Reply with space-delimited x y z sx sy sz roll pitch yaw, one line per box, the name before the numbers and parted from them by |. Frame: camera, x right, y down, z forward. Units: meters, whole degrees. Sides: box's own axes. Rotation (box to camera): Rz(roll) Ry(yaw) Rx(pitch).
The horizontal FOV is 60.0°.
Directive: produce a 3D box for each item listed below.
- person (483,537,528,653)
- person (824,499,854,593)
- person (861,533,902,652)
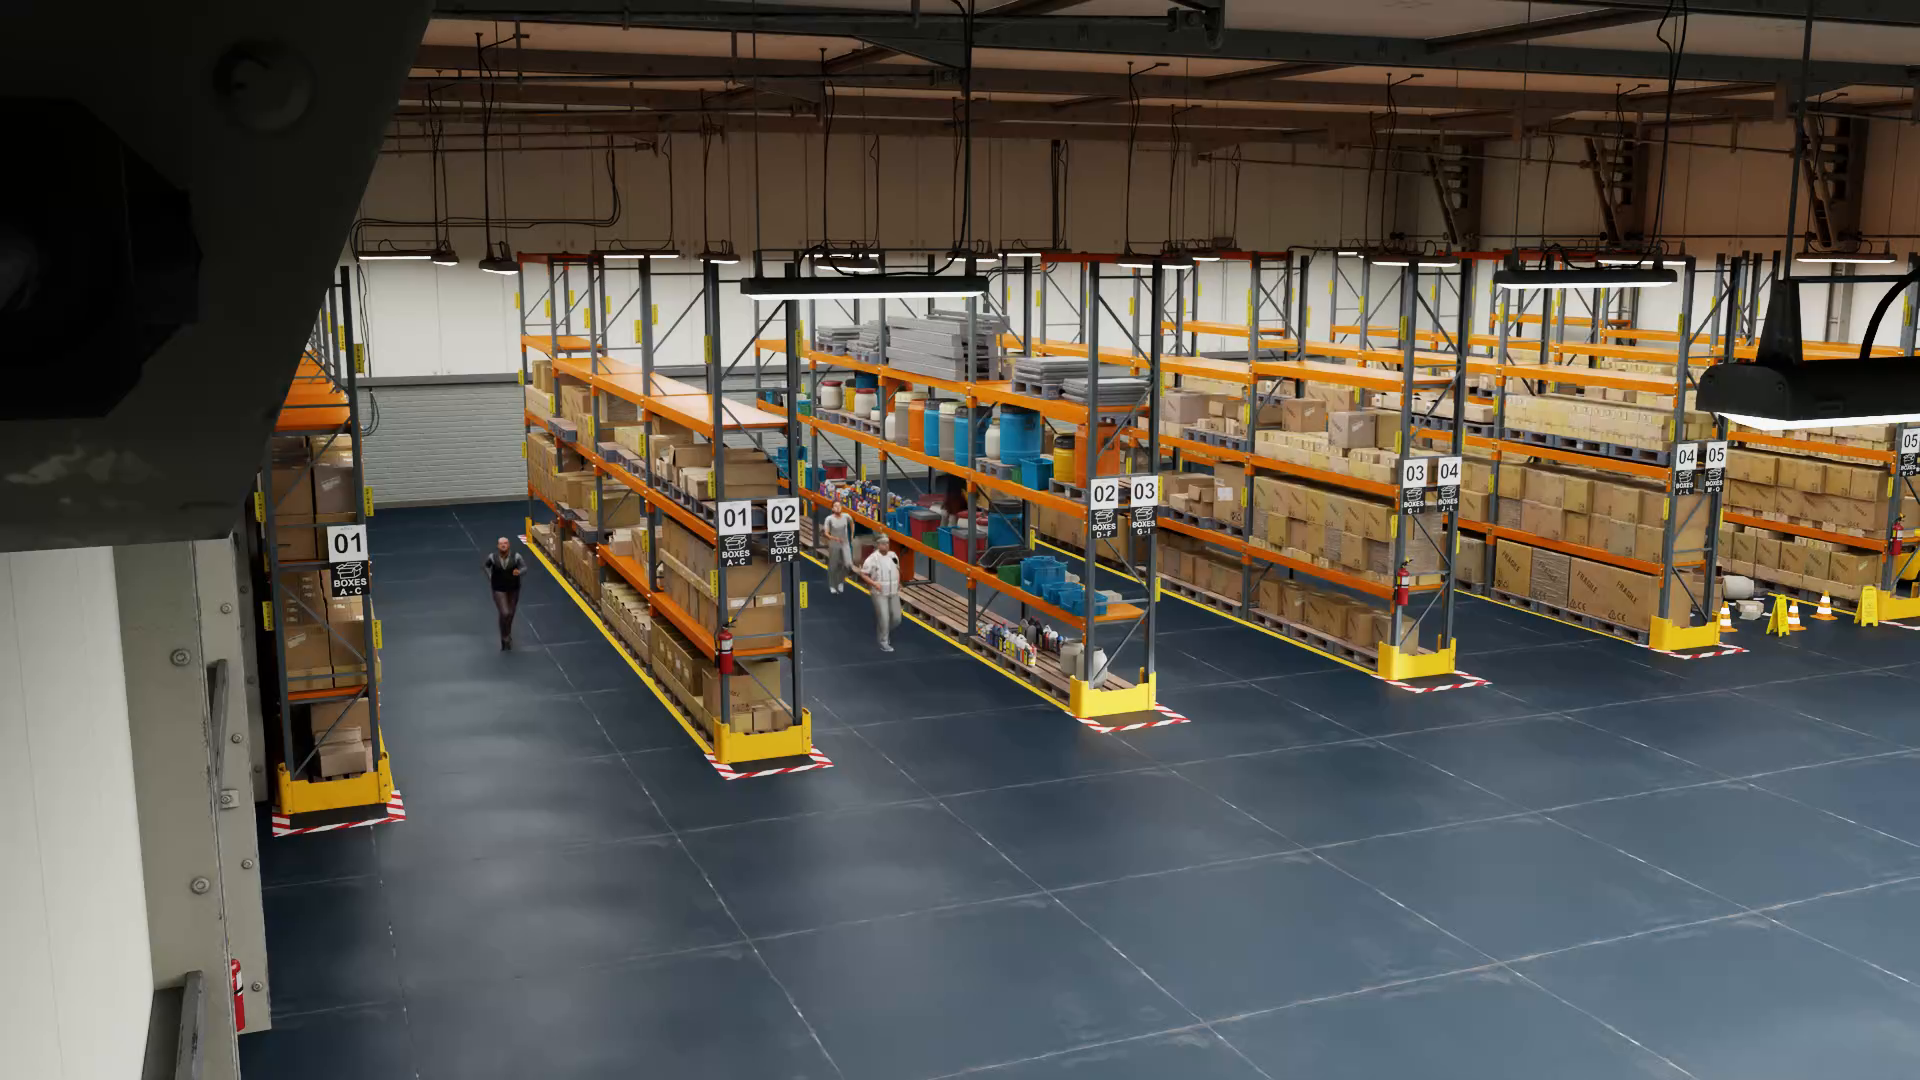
person | -7.023 0.829 25.812 0.628 1.792 0.781 -5 11 -25
person | -2.030 0.126 28.220 0.585 1.632 0.731 -3 11 -18
person | -1.111 0.769 24.451 0.661 1.771 0.579 -7 12 -32
